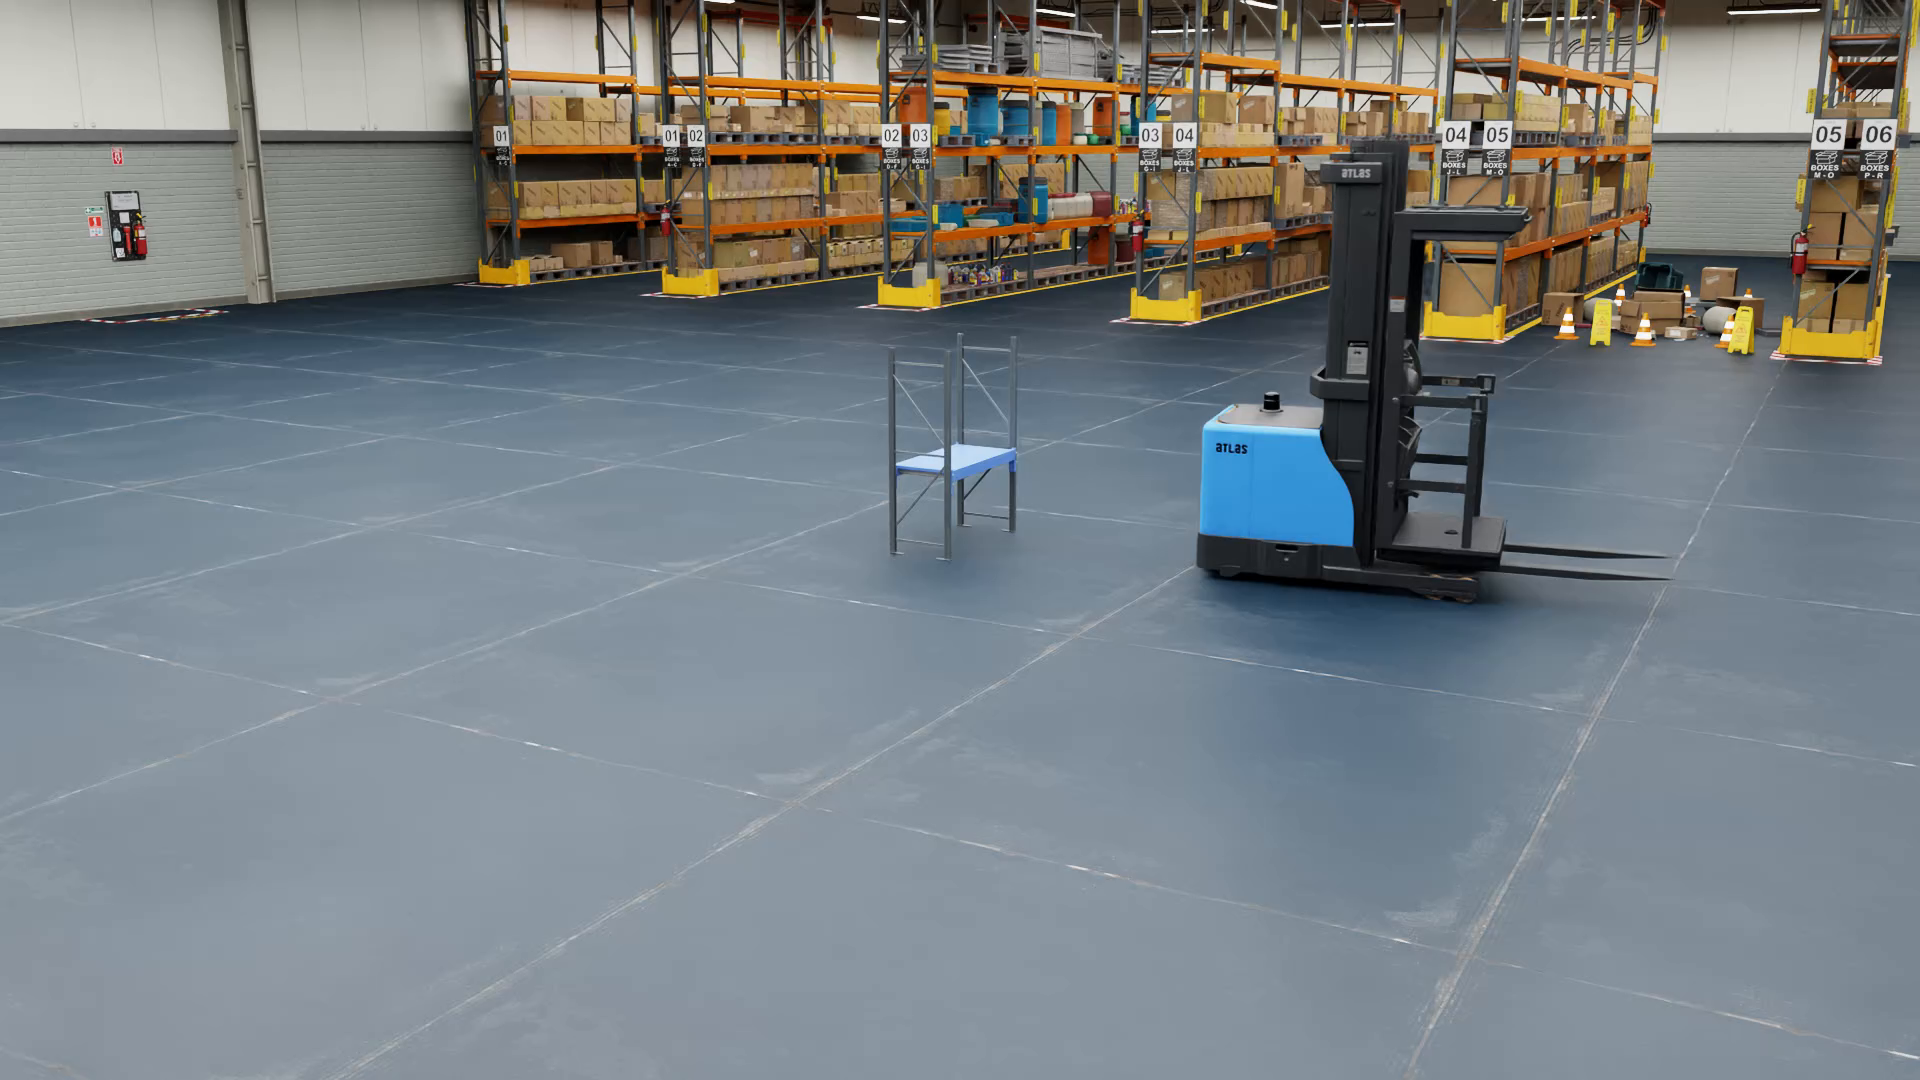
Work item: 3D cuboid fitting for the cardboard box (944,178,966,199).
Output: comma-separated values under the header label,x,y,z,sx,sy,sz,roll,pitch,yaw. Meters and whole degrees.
label,x,y,z,sx,sy,sz,roll,pitch,yaw
cardboard box,-0.254,-8.624,40.798,0.700,0.500,0.500,3,14,14

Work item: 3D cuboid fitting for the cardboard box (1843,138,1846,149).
label,x,y,z,sx,sy,sz,roll,pitch,yaw
cardboard box,12.018,-5.474,22.976,0.380,0.149,0.250,7,15,28

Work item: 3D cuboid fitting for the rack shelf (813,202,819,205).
label,x,y,z,sx,sy,sz,roll,pitch,yaw
rack shelf,-4.759,-8.542,43.098,1.077,0.370,4.000,7,15,28

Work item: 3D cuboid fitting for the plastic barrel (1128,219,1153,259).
label,x,y,z,sx,sy,sz,roll,pitch,yaw
plastic barrel,4.260,-7.108,39.199,0.600,0.901,0.708,7,15,28

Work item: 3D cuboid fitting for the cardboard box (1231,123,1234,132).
label,x,y,z,sx,sy,sz,roll,pitch,yaw
cardboard box,4.489,-7.085,28.590,0.380,0.149,0.250,7,15,27

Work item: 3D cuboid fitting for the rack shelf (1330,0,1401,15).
label,x,y,z,sx,sy,sz,roll,pitch,yaw
rack shelf,8.249,-11.390,35.022,1.077,0.370,4.000,7,15,28

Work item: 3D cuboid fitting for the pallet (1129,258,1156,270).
label,x,y,z,sx,sy,sz,roll,pitch,yaw
pallet,3.882,-6.419,38.708,1.003,0.211,1.213,7,15,28

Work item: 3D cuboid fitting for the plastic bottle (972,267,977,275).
label,x,y,z,sx,sy,sz,roll,pitch,yaw
plastic bottle,0.295,-5.263,32.848,0.097,0.271,0.097,0,14,0

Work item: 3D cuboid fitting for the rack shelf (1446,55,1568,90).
label,x,y,z,sx,sy,sz,roll,pitch,yaw
rack shelf,8.675,-7.356,26.233,1.077,0.370,4.000,7,15,28

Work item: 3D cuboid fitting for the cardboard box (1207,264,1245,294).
label,x,y,z,sx,sy,sz,roll,pitch,yaw
cardboard box,4.850,-4.770,30.356,0.500,0.500,0.500,-12,18,-41

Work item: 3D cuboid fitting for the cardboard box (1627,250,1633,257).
label,x,y,z,sx,sy,sz,roll,pitch,yaw
cardboard box,14.949,-6.464,37.496,0.380,0.149,0.250,8,16,29

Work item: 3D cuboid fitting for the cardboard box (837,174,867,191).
label,x,y,z,sx,sy,sz,roll,pitch,yaw
cardboard box,-3.158,-9.706,45.753,0.980,0.700,0.700,7,15,27

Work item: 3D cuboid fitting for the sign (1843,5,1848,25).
label,x,y,z,sx,sy,sz,roll,pitch,yaw
sign,15.470,-9.184,29.098,0.100,0.325,0.005,7,15,28

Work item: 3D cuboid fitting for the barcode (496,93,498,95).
label,x,y,z,sx,sy,sz,roll,pitch,yaw
barcode,-9.688,-9.327,34.792,0.001,0.075,0.075,7,15,28

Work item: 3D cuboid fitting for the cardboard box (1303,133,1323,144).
label,x,y,z,sx,sy,sz,roll,pitch,yaw
cardboard box,6.794,-7.851,32.620,0.500,0.250,0.500,8,16,30

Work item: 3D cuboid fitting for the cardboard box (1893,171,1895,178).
label,x,y,z,sx,sy,sz,roll,pitch,yaw
cardboard box,18.841,-7.307,34.095,0.500,0.500,0.500,8,16,29

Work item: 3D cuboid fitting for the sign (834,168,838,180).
label,x,y,z,sx,sy,sz,roll,pitch,yaw
sign,-3.312,-9.767,44.343,0.100,0.325,0.005,7,15,28

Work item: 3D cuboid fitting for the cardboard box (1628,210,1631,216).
label,x,y,z,sx,sy,sz,roll,pitch,yaw
cardboard box,14.527,-7.210,36.576,0.380,0.149,0.250,8,16,30

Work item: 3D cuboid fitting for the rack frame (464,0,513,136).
label,x,y,z,sx,sy,sz,roll,pitch,yaw
rack frame,-9.593,-9.756,33.801,1.000,3.000,0.127,7,15,28

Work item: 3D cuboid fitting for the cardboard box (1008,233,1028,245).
label,x,y,z,sx,sy,sz,roll,pitch,yaw
cardboard box,1.450,-8.127,44.233,0.797,0.503,0.637,7,15,28

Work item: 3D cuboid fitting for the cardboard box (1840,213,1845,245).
label,x,y,z,sx,sy,sz,roll,pitch,yaw
cardboard box,12.602,-4.573,24.256,0.500,0.500,0.500,7,15,28

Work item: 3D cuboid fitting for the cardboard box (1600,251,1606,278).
label,x,y,z,sx,sy,sz,roll,pitch,yaw
cardboard box,12.872,-5.634,33.940,0.500,0.500,0.500,7,15,27

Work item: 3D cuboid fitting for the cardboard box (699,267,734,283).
label,x,y,z,sx,sy,sz,roll,pitch,yaw
cardboard box,-4.801,-5.231,32.804,0.500,0.250,0.500,7,15,28

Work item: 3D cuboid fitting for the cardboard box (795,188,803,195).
label,x,y,z,sx,sy,sz,roll,pitch,yaw
cardboard box,-3.511,-7.279,34.730,0.380,0.149,0.250,7,15,26

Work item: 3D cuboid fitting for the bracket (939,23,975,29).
label,x,y,z,sx,sy,sz,roll,pitch,yaw
bracket,0.061,-15.851,51.400,0.076,0.066,3.189,7,15,28

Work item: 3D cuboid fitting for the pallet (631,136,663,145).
label,x,y,z,sx,sy,sz,roll,pitch,yaw
pallet,-7.268,-9.142,38.054,1.213,0.211,1.003,7,15,28

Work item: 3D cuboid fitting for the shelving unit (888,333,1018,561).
label,x,y,z,sx,sy,sz,roll,pitch,yaw
shelving unit,-0.041,-0.712,12.285,0.538,1.500,1.048,7,15,28

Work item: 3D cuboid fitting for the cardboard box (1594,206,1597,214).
label,x,y,z,sx,sy,sz,roll,pitch,yaw
cardboard box,12.357,-6.532,32.866,0.380,0.149,0.250,8,16,31

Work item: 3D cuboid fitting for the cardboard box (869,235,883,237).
label,x,y,z,sx,sy,sz,roll,pitch,yaw
cardboard box,-1.898,-6.986,38.887,0.500,0.311,0.500,8,16,30

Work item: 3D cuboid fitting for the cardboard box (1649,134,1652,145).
label,x,y,z,sx,sy,sz,roll,pitch,yaw
cardboard box,15.454,-9.118,37.874,0.500,0.250,0.500,7,15,27

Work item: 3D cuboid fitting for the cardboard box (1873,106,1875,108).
label,x,y,z,sx,sy,sz,roll,pitch,yaw
cardboard box,16.008,-7.482,29.650,0.797,0.503,0.637,6,15,25

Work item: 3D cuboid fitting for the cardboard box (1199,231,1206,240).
label,x,y,z,sx,sy,sz,roll,pitch,yaw
cardboard box,3.899,-5.114,27.884,0.380,0.149,0.250,7,15,28

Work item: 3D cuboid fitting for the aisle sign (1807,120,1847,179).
label,x,y,z,sx,sy,sz,roll,pitch,yaw
aisle sign,11.806,-5.317,22.642,0.394,0.787,0.004,7,15,28

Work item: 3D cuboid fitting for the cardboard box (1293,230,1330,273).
label,x,y,z,sx,sy,sz,roll,pitch,yaw
cardboard box,7.634,-6.108,35.106,1.225,0.875,0.875,7,15,25

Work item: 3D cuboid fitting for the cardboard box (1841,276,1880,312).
label,x,y,z,sx,sy,sz,roll,pitch,yaw
cardboard box,13.232,-3.614,24.495,0.500,0.500,0.500,8,16,29

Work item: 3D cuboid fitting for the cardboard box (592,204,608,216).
label,x,y,z,sx,sy,sz,roll,pitch,yaw
cardboard box,-8.101,-7.259,36.522,0.500,0.250,0.500,7,15,28

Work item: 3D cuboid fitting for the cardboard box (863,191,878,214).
label,x,y,z,sx,sy,sz,roll,pitch,yaw
cardboard box,-2.185,-7.623,37.540,0.500,0.500,0.500,6,15,25

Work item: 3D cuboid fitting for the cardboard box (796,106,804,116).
label,x,y,z,sx,sy,sz,roll,pitch,yaw
cardboard box,-4.332,-11.221,43.526,0.500,0.250,0.500,9,16,32

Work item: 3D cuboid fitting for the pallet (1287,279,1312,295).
label,x,y,z,sx,sy,sz,roll,pitch,yaw
pallet,6.312,-5.032,32.957,1.003,0.211,1.213,7,15,28

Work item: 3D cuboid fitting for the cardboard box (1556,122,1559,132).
label,x,y,z,sx,sy,sz,roll,pitch,yaw
cardboard box,9.745,-6.872,27.664,0.380,0.149,0.250,7,15,28

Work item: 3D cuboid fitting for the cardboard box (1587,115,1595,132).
label,x,y,z,sx,sy,sz,roll,pitch,yaw
cardboard box,11.333,-7.634,30.479,0.500,0.311,0.500,7,15,28

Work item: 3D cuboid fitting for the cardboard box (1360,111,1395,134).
label,x,y,z,sx,sy,sz,roll,pitch,yaw
cardboard box,9.542,-9.545,38.002,0.700,0.500,0.500,6,15,25

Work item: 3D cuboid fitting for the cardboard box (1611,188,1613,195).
label,x,y,z,sx,sy,sz,roll,pitch,yaw
cardboard box,13.357,-7.247,34.563,0.380,0.149,0.250,7,15,26

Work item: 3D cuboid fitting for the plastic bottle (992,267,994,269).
label,x,y,z,sx,sy,sz,roll,pitch,yaw
plastic bottle,0.719,-5.235,32.721,0.152,0.276,0.135,7,15,28

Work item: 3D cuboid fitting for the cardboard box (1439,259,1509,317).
label,x,y,z,sx,sy,sz,roll,pitch,yaw
cardboard box,7.978,-3.891,25.911,0.875,0.875,0.875,7,15,28

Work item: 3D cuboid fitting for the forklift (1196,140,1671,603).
label,x,y,z,sx,sy,sz,roll,pitch,yaw
forklift,3.206,-1.155,11.073,3.031,2.935,1.130,5,14,20

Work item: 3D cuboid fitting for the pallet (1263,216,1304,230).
label,x,y,z,sx,sy,sz,roll,pitch,yaw
pallet,5.845,-6.024,31.529,1.003,0.211,1.213,7,15,28

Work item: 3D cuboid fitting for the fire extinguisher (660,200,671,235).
label,x,y,z,sx,sy,sz,roll,pitch,yaw
fire extinguisher,-5.719,-6.270,32.306,0.296,0.674,0.183,7,15,28

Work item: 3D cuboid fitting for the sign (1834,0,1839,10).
label,x,y,z,sx,sy,sz,roll,pitch,yaw
sign,13.535,-8.363,25.692,0.100,0.325,0.005,7,15,28

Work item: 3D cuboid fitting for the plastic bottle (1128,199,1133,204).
label,x,y,z,sx,sy,sz,roll,pitch,yaw
plastic bottle,4.009,-7.860,39.000,0.152,0.276,0.135,7,15,28

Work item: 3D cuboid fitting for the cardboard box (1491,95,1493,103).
label,x,y,z,sx,sy,sz,roll,pitch,yaw
cardboard box,8.189,-6.918,26.155,0.380,0.149,0.250,7,15,27

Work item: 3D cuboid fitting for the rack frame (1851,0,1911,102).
label,x,y,z,sx,sy,sz,roll,pitch,yaw
rack frame,19.825,-10.232,35.776,1.000,3.000,0.127,7,15,28

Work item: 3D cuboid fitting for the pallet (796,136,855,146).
label,x,y,z,sx,sy,sz,roll,pitch,yaw
pallet,-2.906,-8.648,36.011,0.805,0.209,1.217,7,15,26

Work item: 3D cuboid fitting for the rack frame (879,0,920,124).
label,x,y,z,sx,sy,sz,roll,pitch,yaw
rack frame,-1.388,-10.837,38.284,1.000,3.000,0.127,7,15,28

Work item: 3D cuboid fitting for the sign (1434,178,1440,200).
label,x,y,z,sx,sy,sz,roll,pitch,yaw
sign,7.240,-5.316,25.207,0.100,0.325,0.005,7,15,28

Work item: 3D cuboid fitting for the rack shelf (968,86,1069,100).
label,x,y,z,sx,sy,sz,roll,pitch,yaw
rack shelf,1.513,-11.717,43.475,1.077,0.370,4.000,7,15,28

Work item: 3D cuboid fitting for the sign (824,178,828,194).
label,x,y,z,sx,sy,sz,roll,pitch,yaw
sign,-2.835,-7.497,35.213,0.100,0.325,0.005,7,15,28

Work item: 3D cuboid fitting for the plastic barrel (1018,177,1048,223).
label,x,y,z,sx,sy,sz,roll,pitch,yaw
plastic barrel,1.465,-6.826,33.380,0.600,0.901,0.708,7,15,28

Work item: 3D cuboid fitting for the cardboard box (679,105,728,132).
label,x,y,z,sx,sy,sz,roll,pitch,yaw
cardboard box,-4.974,-8.177,32.237,0.797,0.503,0.637,9,16,32
